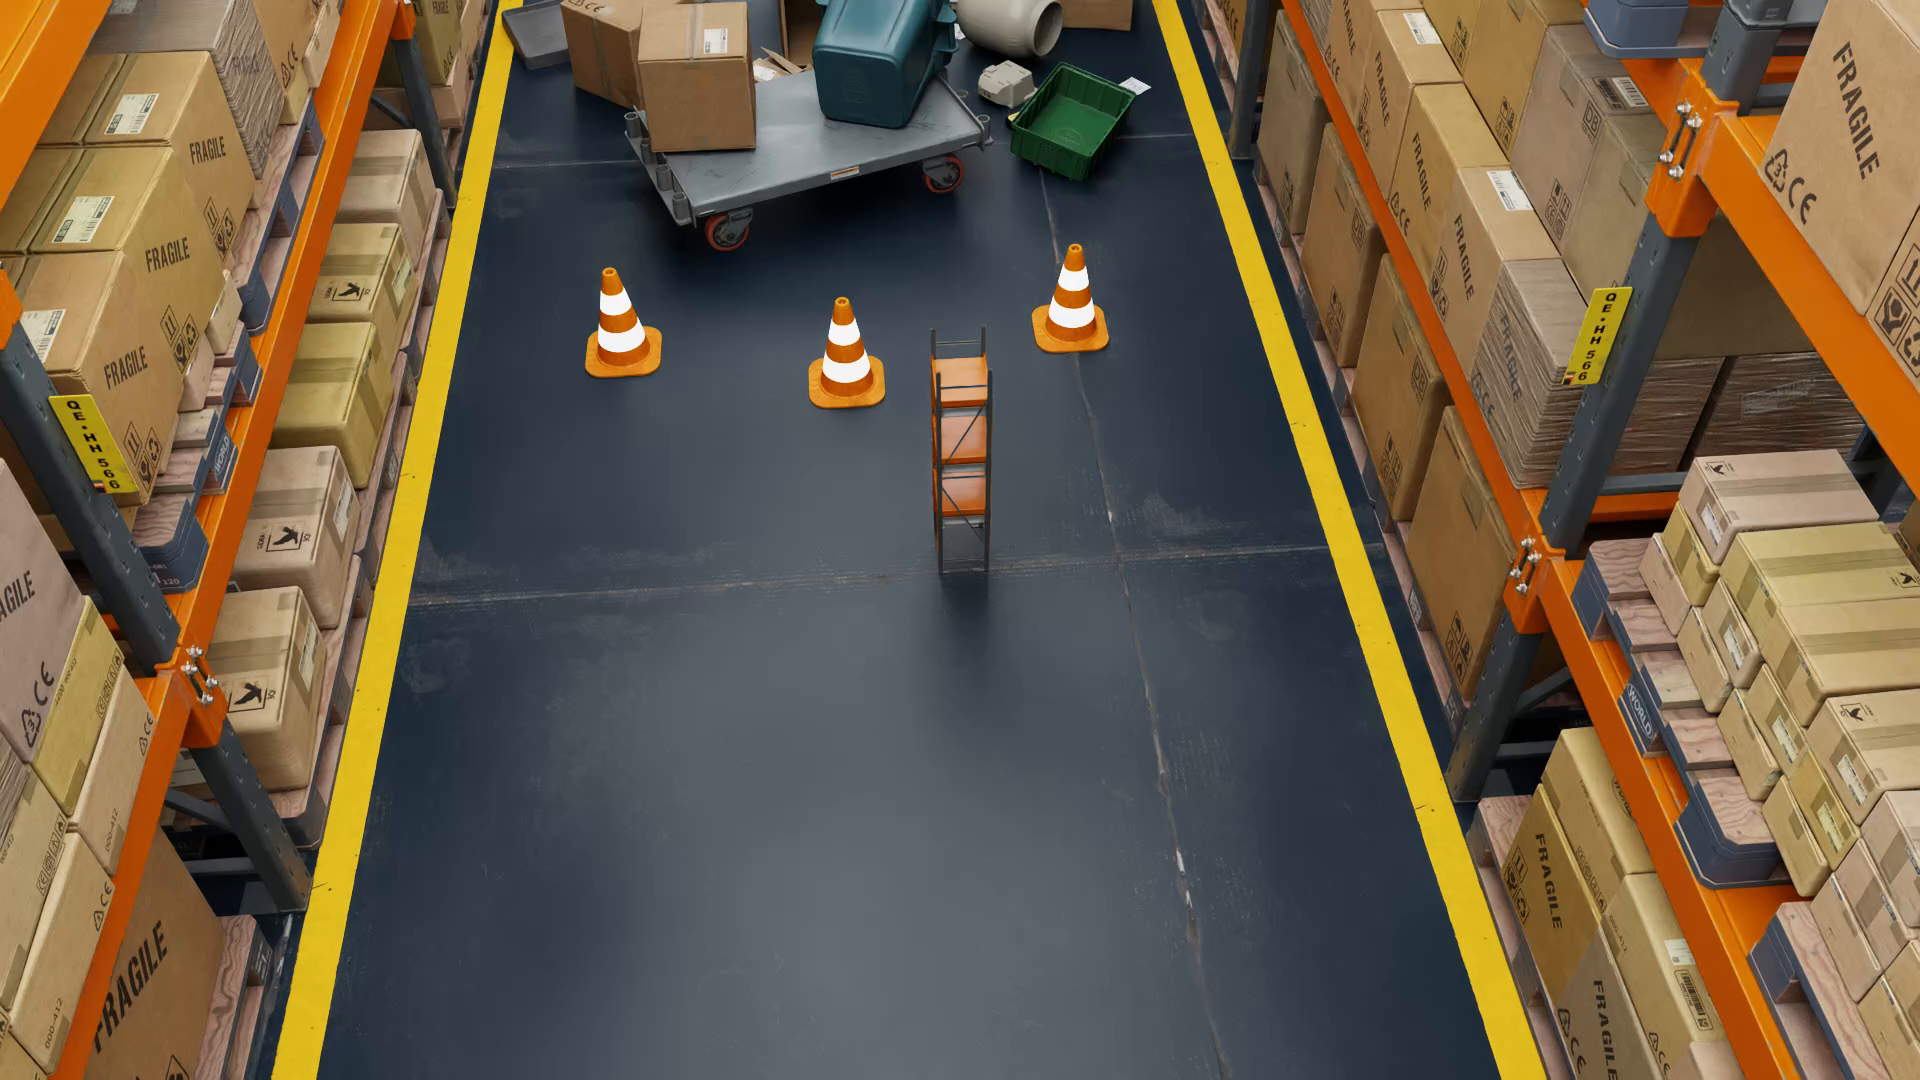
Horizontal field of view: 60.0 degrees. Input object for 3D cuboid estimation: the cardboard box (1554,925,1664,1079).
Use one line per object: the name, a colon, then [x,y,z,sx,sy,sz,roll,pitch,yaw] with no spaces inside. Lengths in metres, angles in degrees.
cardboard box: [2.085,1.433,4.759,0.500,0.500,0.500,-3,47,-3]

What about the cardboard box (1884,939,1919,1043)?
cardboard box: [2.184,0.960,3.454,0.380,0.149,0.250,-4,47,-4]

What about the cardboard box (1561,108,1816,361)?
cardboard box: [2.207,-0.877,4.757,0.700,0.500,0.500,-4,47,-4]

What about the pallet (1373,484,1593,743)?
pallet: [2.243,0.211,6.405,1.003,0.211,1.213,-3,47,-3]

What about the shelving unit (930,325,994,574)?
shelving unit: [0.004,-0.322,6.332,0.215,1.050,0.252,-3,47,-3]

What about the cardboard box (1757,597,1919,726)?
cardboard box: [2.121,0.282,3.891,0.380,0.149,0.250,-4,47,-4]

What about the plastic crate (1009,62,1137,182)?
plastic crate: [0.580,-2.166,8.633,0.450,0.188,0.662,25,51,9]

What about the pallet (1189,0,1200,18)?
pallet: [1.809,-3.548,9.965,1.003,0.211,1.213,-3,47,-3]

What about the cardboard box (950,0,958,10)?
cardboard box: [-0.080,-3.259,9.653,0.396,0.266,0.258,4,47,4]

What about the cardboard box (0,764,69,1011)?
cardboard box: [-2.349,0.786,3.698,0.500,0.250,0.500,-5,47,-4]

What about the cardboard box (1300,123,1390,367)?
cardboard box: [2.118,-1.296,7.172,1.050,0.750,0.750,-3,47,-3]

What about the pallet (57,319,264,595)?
pallet: [-2.856,-0.242,5.046,1.213,0.211,1.003,-3,47,-3]

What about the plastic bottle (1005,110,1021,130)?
plastic bottle: [0.373,-2.165,8.758,0.133,0.061,0.283,-27,52,-23]

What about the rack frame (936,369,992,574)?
rack frame: [0.015,-0.234,6.249,0.200,1.050,0.008,-3,47,-3]

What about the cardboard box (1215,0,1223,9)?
cardboard box: [1.837,-3.592,9.260,0.875,0.875,0.875,-3,47,-3]

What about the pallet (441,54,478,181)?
pallet: [-3.116,-2.218,8.705,1.003,0.211,1.213,-3,47,-3]

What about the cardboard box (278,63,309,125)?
cardboard box: [-2.635,-1.657,6.137,0.380,0.149,0.250,-4,47,-3]

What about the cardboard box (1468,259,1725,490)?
cardboard box: [1.929,-0.517,5.105,0.500,0.500,0.500,-3,47,-3]

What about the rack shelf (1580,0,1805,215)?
rack shelf: [2.067,-2.404,5.391,1.077,0.370,4.000,-3,47,-3]

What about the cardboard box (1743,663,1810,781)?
cardboard box: [2.125,0.417,3.968,0.380,0.149,0.250,-5,47,-5]

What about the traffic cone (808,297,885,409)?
traffic cone: [-0.505,-0.860,7.246,0.336,0.463,0.334,-3,47,-3]

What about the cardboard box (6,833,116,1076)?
cardboard box: [-2.330,0.971,3.868,0.500,0.250,0.500,-3,47,-3]

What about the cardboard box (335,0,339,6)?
cardboard box: [-2.702,-2.204,6.655,0.380,0.149,0.250,-5,47,-4]

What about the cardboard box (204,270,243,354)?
cardboard box: [-2.501,-0.711,5.241,0.380,0.149,0.250,-3,47,-3]

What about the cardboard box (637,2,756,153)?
cardboard box: [-1.253,-2.224,7.990,0.500,0.500,0.500,-3,47,-3]

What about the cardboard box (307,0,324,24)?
cardboard box: [-2.715,-2.295,6.295,0.500,0.500,0.500,-3,47,-3]

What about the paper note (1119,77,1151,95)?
paper note: [0.941,-2.478,9.075,0.147,0.020,0.142,-36,56,-29]

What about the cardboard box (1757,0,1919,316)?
cardboard box: [2.017,-0.810,3.316,0.500,0.500,0.500,-3,47,-3]

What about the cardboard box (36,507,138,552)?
cardboard box: [-2.532,-0.104,4.666,0.380,0.149,0.250,-6,47,-6]

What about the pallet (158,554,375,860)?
pallet: [-2.754,0.594,6.042,1.003,0.211,1.213,-3,47,-3]

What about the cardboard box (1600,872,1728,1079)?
cardboard box: [2.093,1.165,4.497,0.500,0.250,0.500,-4,47,-4]

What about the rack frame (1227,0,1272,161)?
rack frame: [1.900,-3.067,7.589,1.000,3.000,0.127,-3,47,-3]

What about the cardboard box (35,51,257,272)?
cardboard box: [-2.599,-1.180,5.239,0.500,0.500,0.500,-3,47,-3]

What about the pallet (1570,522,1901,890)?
pallet: [2.400,0.402,4.435,1.213,0.211,1.003,-3,47,-3]

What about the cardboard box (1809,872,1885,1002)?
cardboard box: [2.165,0.882,3.733,0.380,0.149,0.250,-2,47,-2]

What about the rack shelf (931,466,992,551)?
rack shelf: [0.004,-0.124,6.542,0.215,0.259,0.240,-3,47,-3]

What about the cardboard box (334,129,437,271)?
cardboard box: [-2.978,-1.555,7.677,0.950,0.372,0.625,-3,47,-3]

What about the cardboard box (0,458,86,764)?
cardboard box: [-2.386,0.181,3.755,0.500,0.500,0.500,-5,47,-4]

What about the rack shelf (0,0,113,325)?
rack shelf: [-2.857,-2.030,5.036,1.077,0.370,4.000,-3,47,-3]

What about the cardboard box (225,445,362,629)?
cardboard box: [-2.797,0.017,6.188,0.950,0.372,0.625,-4,47,-4]

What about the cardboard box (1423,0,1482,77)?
cardboard box: [2.075,-1.983,5.805,0.700,0.500,0.500,-4,47,-4]

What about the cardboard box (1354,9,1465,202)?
cardboard box: [1.800,-1.610,6.140,0.500,0.500,0.500,-3,47,-3]

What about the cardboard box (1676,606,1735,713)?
cardboard box: [2.093,0.299,4.285,0.380,0.149,0.250,-1,47,-1]

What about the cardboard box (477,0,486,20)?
cardboard box: [-2.908,-3.105,9.229,0.500,0.250,0.500,-4,47,-4]

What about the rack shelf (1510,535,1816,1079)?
rack shelf: [2.402,1.521,3.739,1.077,0.370,4.000,-3,47,-3]

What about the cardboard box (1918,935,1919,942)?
cardboard box: [2.192,0.861,3.342,0.380,0.149,0.250,-2,47,-2]

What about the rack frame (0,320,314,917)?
rack frame: [-2.690,0.201,4.494,1.000,3.000,0.127,-3,47,-3]
